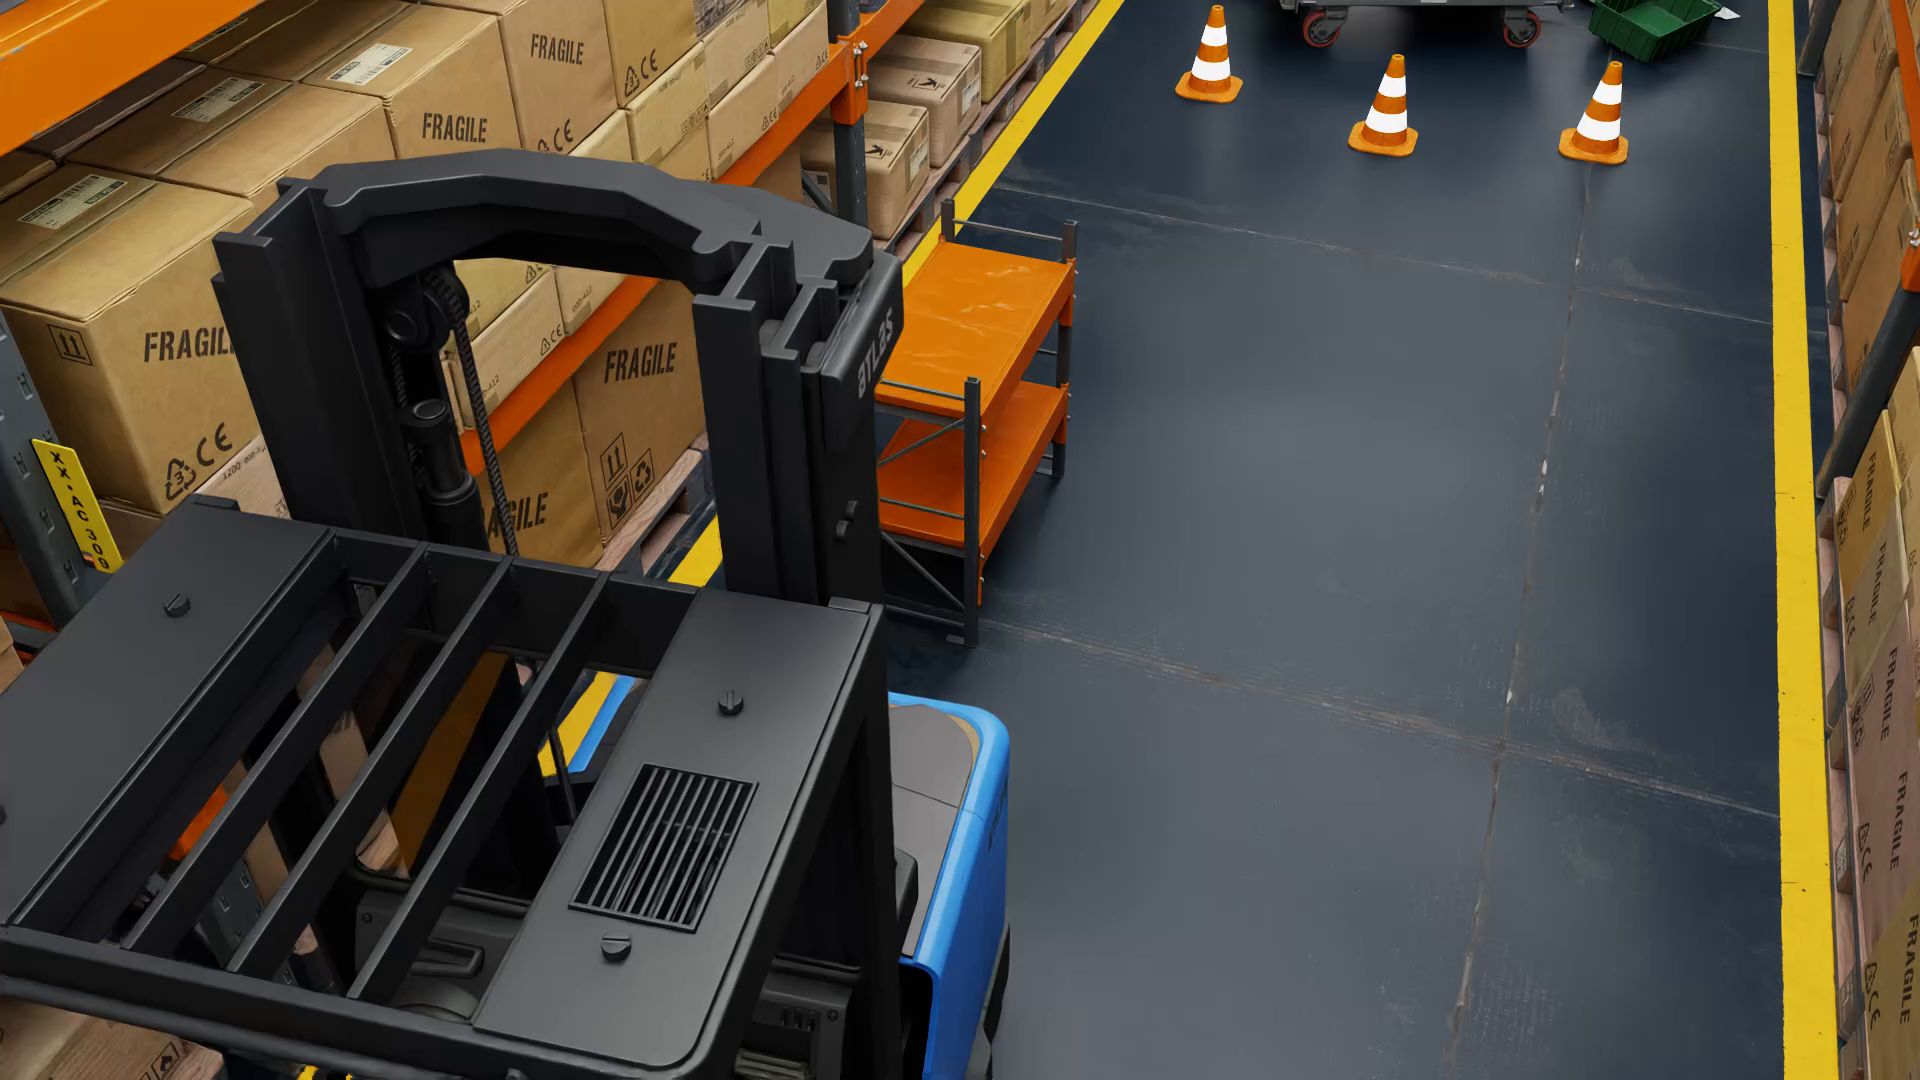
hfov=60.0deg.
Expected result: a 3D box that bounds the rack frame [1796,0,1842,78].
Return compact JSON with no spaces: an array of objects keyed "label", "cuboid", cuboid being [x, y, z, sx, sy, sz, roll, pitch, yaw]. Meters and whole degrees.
[{"label":"rack frame","cuboid":[5.167,-3.664,8.233,1.000,3.000,0.127,13,42,15]}]

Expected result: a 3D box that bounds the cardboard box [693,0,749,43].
[{"label":"cardboard box","cuboid":[-0.985,-1.991,5.425,0.500,0.500,0.500,14,42,16]}]

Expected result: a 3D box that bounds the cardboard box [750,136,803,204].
[{"label":"cardboard box","cuboid":[-1.201,-1.210,6.670,0.875,0.875,0.875,13,42,15]}]

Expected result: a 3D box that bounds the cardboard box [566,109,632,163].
[{"label":"cardboard box","cuboid":[-1.319,-1.095,4.953,0.500,0.250,0.500,12,42,14]}]

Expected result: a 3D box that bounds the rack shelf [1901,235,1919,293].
[{"label":"rack shelf","cuboid":[3.116,0.270,4.177,1.077,0.370,4.000,13,42,15]}]

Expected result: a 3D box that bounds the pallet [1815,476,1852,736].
[{"label":"pallet","cuboid":[3.531,0.313,5.720,1.003,0.211,1.213,13,42,15]}]

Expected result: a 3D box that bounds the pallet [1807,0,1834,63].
[{"label":"pallet","cuboid":[5.501,-3.049,9.661,1.003,0.211,1.213,13,42,15]}]

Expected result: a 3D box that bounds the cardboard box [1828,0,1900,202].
[{"label":"cardboard box","cuboid":[4.706,-1.981,7.671,1.050,0.750,0.750,13,42,15]}]

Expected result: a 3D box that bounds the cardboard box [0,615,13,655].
[{"label":"cardboard box","cuboid":[-2.156,0.109,2.963,0.500,0.500,0.500,13,42,15]}]

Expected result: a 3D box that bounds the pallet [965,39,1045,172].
[{"label":"pallet","cuboid":[-0.199,-2.418,8.921,1.003,0.211,1.213,13,42,15]}]

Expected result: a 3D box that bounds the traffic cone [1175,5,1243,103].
[{"label":"traffic cone","cuboid":[1.373,-2.668,9.021,0.336,0.463,0.334,13,42,15]}]

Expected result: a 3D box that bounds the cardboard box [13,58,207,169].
[{"label":"cardboard box","cuboid":[-2.168,-0.885,4.129,0.500,0.500,0.500,14,42,16]}]

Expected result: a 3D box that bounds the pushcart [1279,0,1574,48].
[{"label":"pushcart","cuboid":[2.641,-3.227,9.742,1.648,0.377,0.936,0,40,0]}]

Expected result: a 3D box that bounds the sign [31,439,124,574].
[{"label":"sign","cuboid":[-1.732,-0.058,3.279,0.100,0.325,0.005,13,42,15]}]

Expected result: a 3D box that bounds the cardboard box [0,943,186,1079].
[{"label":"cardboard box","cuboid":[-2.570,1.353,4.004,0.875,0.438,0.875,13,42,14]}]

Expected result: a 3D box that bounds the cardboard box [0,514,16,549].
[{"label":"cardboard box","cuboid":[-2.332,-0.277,3.994,0.500,0.250,0.500,13,42,15]}]

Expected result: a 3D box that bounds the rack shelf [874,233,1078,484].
[{"label":"rack shelf","cuboid":[-0.002,-0.646,5.690,0.538,0.278,1.000,13,42,15]}]

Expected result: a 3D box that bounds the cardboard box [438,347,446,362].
[{"label":"cardboard box","cuboid":[-1.687,-0.484,4.237,0.500,0.250,0.500,14,42,16]}]

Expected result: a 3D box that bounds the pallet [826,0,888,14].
[{"label":"pallet","cuboid":[-0.743,-2.646,7.188,1.213,0.211,1.003,13,42,15]}]

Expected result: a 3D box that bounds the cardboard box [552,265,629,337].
[{"label":"cardboard box","cuboid":[-1.311,-0.902,5.111,0.500,0.250,0.500,13,42,14]}]

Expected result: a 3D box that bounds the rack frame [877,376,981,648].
[{"label":"rack frame","cuboid":[-0.176,-0.114,5.517,0.500,1.125,0.032,13,42,15]}]

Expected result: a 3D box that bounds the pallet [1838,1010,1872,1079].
[{"label":"pallet","cuboid":[2.697,1.801,3.976,1.003,0.211,1.213,13,42,15]}]

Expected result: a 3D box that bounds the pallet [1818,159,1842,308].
[{"label":"pallet","cuboid":[4.559,-1.369,7.692,1.003,0.211,1.213,13,42,15]}]

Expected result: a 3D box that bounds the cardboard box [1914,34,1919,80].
[{"label":"cardboard box","cuboid":[3.873,-1.900,6.089,0.500,0.500,0.500,13,42,15]}]

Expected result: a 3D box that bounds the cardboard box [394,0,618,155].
[{"label":"cardboard box","cuboid":[-1.341,-1.383,4.712,0.500,0.500,0.500,13,42,14]}]

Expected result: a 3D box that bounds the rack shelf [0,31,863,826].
[{"label":"rack shelf","cuboid":[-1.571,-0.767,5.393,1.077,0.370,4.000,13,42,15]}]

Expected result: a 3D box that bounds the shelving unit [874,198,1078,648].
[{"label":"shelving unit","cuboid":[-0.002,-0.424,5.880,0.538,1.125,1.048,13,42,15]}]

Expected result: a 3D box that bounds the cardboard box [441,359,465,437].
[{"label":"cardboard box","cuboid":[-1.680,-0.290,4.394,0.500,0.250,0.500,12,42,14]}]

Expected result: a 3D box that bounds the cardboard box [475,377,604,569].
[{"label":"cardboard box","cuboid":[-1.816,-0.121,5.395,0.875,0.875,0.875,14,43,16]}]

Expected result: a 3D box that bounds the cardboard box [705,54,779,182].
[{"label":"cardboard box","cuboid":[-0.976,-1.523,5.839,0.500,0.250,0.500,14,42,16]}]

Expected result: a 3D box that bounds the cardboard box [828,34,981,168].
[{"label":"cardboard box","cuboid":[-0.439,-2.215,8.236,0.950,0.372,0.625,13,42,14]}]

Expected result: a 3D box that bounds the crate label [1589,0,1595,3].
[{"label":"crate label","cuboid":[3.890,-3.338,10.057,0.298,0.136,0.250,-13,42,-15]}]

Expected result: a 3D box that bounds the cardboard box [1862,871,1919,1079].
[{"label":"cardboard box","cuboid":[2.624,1.187,4.150,0.500,0.500,0.500,12,42,14]}]

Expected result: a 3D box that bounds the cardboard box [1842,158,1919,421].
[{"label":"cardboard box","cuboid":[4.092,-0.879,6.379,1.050,0.750,0.750,13,42,14]}]

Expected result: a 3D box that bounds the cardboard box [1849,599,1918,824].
[{"label":"cardboard box","cuboid":[2.978,0.564,4.881,0.500,0.500,0.500,12,42,14]}]

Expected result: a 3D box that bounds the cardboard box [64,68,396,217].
[{"label":"cardboard box","cuboid":[-1.686,-0.761,3.983,0.500,0.500,0.500,13,42,15]}]

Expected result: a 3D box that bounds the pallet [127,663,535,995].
[{"label":"pallet","cuboid":[-2.061,0.752,5.206,1.003,0.211,1.213,13,42,15]}]

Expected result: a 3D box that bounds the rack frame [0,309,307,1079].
[{"label":"rack frame","cuboid":[-2.255,0.179,3.729,1.000,3.000,0.127,13,42,15]}]

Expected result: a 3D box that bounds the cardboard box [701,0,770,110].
[{"label":"cardboard box","cuboid":[-0.985,-1.729,5.695,0.500,0.250,0.500,12,42,14]}]

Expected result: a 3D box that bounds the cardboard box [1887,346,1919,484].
[{"label":"cardboard box","cuboid":[3.336,-0.351,5.375,0.500,0.250,0.500,11,42,13]}]

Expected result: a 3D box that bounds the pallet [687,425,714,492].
[{"label":"pallet","cuboid":[-1.227,-0.736,6.950,1.003,0.211,1.213,13,42,15]}]

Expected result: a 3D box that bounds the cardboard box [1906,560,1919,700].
[{"label":"cardboard box","cuboid":[2.982,0.257,4.662,0.500,0.250,0.500,14,42,15]}]

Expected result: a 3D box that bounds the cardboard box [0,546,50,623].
[{"label":"cardboard box","cuboid":[-2.338,-0.094,4.164,0.500,0.250,0.500,12,42,14]}]

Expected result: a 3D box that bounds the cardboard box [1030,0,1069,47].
[{"label":"cardboard box","cuboid":[0.062,-3.101,9.275,0.950,0.372,0.625,16,43,18]}]

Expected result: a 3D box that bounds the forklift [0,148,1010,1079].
[{"label":"forklift","cuboid":[-0.701,0.983,2.839,1.130,2.935,3.031,9,41,10]}]

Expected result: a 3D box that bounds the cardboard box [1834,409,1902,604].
[{"label":"cardboard box","cuboid":[3.318,-0.058,5.609,0.500,0.500,0.500,12,42,13]}]
